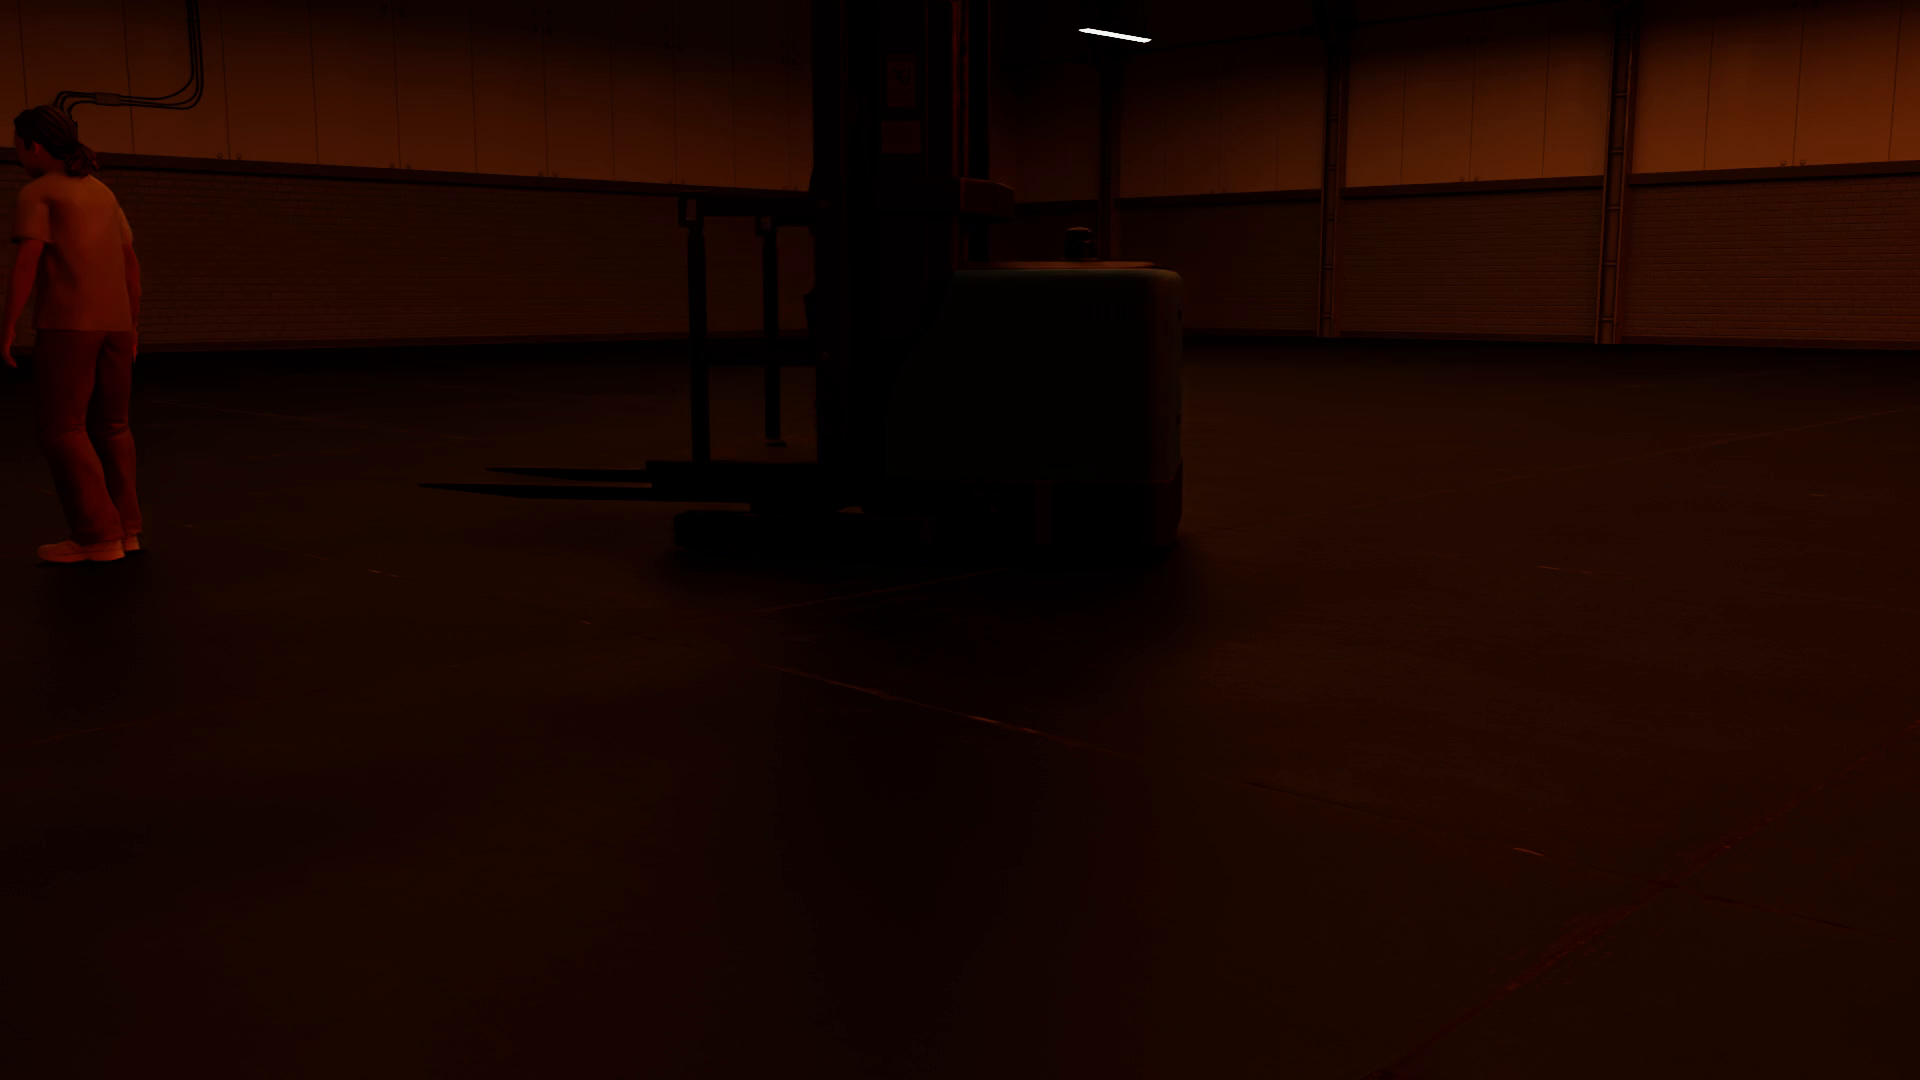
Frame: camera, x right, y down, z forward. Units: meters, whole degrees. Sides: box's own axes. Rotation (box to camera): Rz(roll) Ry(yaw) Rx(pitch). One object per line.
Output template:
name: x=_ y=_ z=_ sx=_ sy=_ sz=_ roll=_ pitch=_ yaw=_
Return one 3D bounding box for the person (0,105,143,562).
person: x=-3.307 y=-0.759 z=6.170 sx=0.429 sy=1.664 sz=0.563 roll=3 pitch=9 yaw=18

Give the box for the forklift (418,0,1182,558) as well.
forklift: x=-0.640 y=-1.464 z=6.596 sx=3.031 sy=2.935 sz=1.130 roll=1 pitch=9 yaw=10
